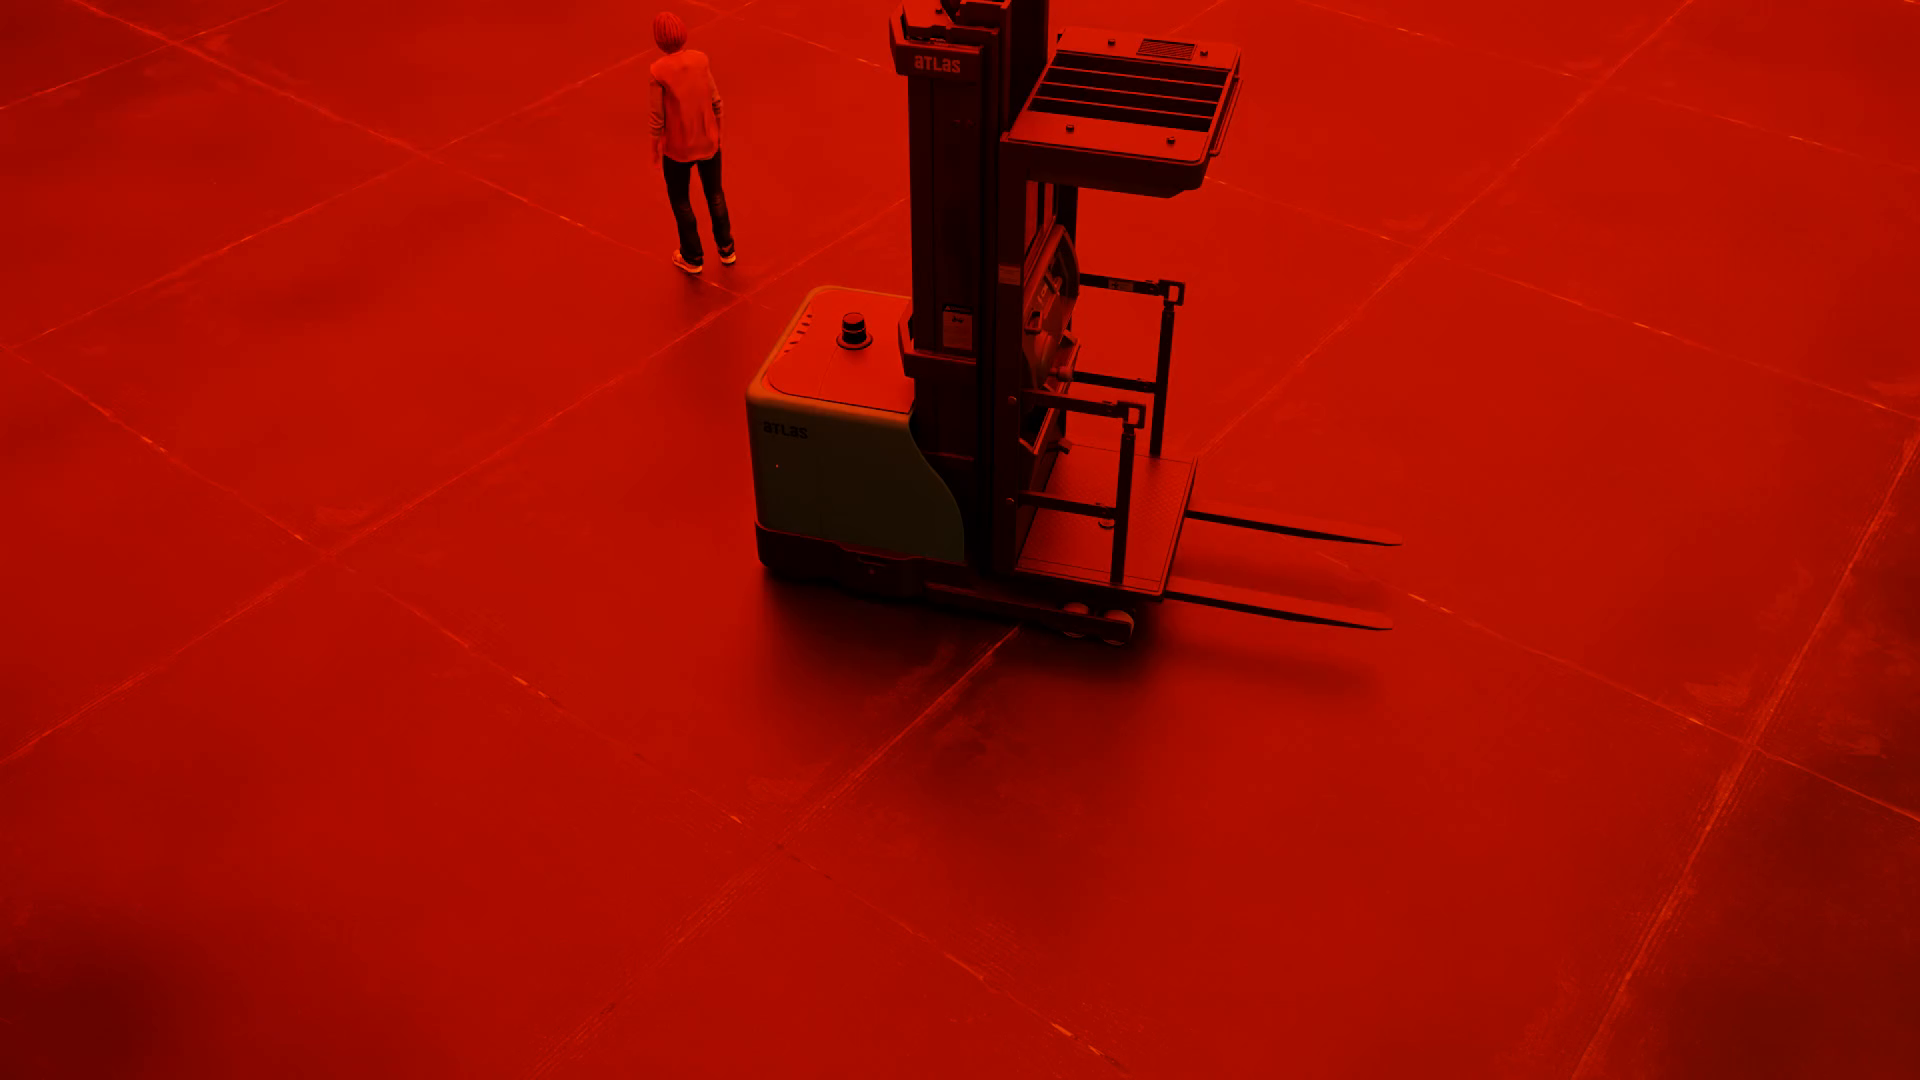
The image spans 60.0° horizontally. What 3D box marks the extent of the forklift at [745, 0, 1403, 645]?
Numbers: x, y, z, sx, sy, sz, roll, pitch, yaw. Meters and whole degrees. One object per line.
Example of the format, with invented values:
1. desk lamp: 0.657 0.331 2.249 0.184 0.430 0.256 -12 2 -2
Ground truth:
1. forklift: 0.587 -1.011 7.260 3.031 2.935 1.130 10 41 12

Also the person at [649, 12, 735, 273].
1. person: -1.599 -2.326 9.834 0.478 1.593 0.346 -21 45 -23
